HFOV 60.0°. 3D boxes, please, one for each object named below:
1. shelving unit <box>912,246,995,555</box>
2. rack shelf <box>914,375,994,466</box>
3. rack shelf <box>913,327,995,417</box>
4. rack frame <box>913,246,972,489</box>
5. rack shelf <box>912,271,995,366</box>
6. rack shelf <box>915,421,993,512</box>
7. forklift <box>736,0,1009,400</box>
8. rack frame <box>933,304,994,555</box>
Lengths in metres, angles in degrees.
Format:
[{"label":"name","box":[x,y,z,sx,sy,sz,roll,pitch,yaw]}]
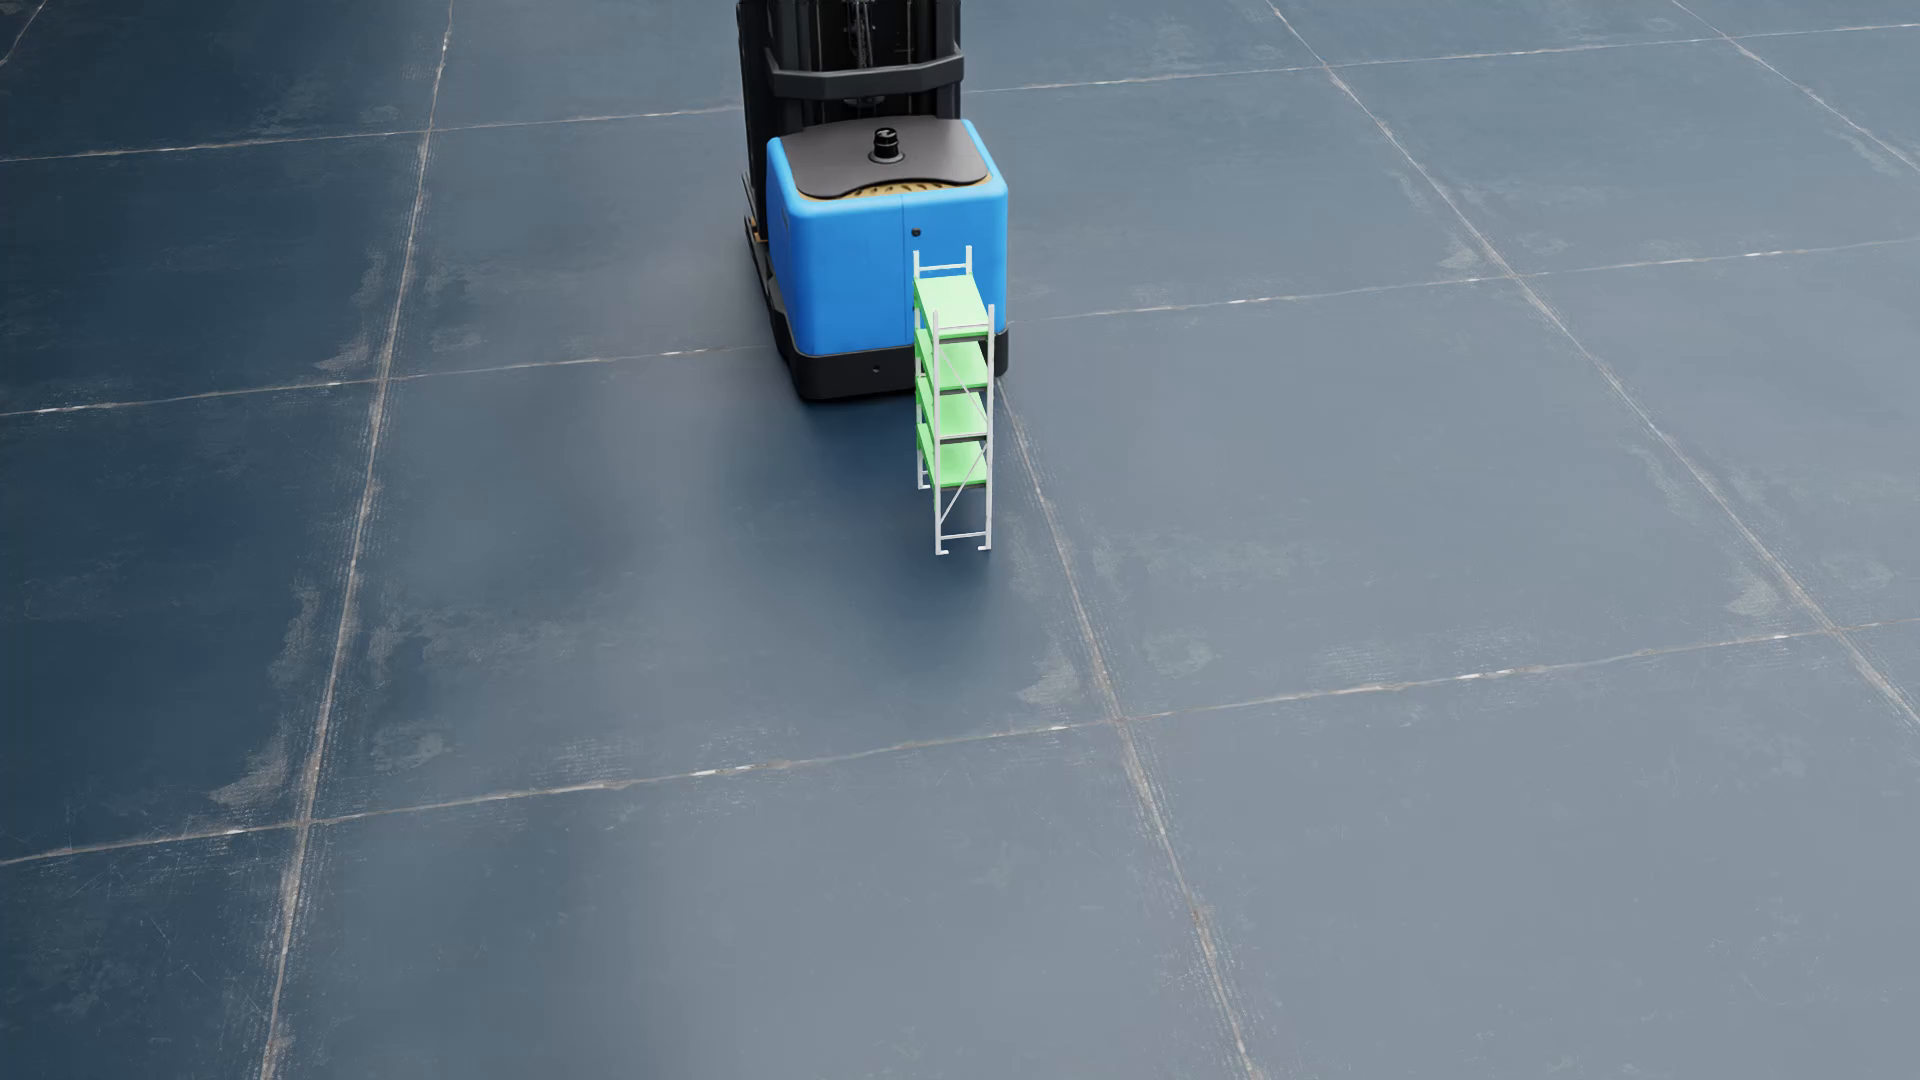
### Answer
[{"label":"shelving unit","box":[-0.029,-0.574,7.011,0.258,1.200,0.503,-6,38,-8]},{"label":"rack shelf","box":[-0.029,-0.523,7.050,0.258,0.148,0.480,-6,38,-8]},{"label":"rack shelf","box":[-0.029,-0.713,6.903,0.258,0.148,0.480,-6,38,-8]},{"label":"rack frame","box":[-0.072,-0.721,7.200,0.240,1.200,0.015,-6,38,-8]},{"label":"rack shelf","box":[-0.029,-0.902,6.755,0.258,0.148,0.480,-6,38,-8]},{"label":"rack shelf","box":[-0.029,-0.334,7.197,0.258,0.148,0.480,-6,38,-8]},{"label":"forklift","box":[-0.593,-2.740,8.388,1.130,2.935,3.031,-8,39,-10]},{"label":"rack frame","box":[0.014,-0.426,6.821,0.240,1.200,0.015,-6,38,-8]}]
